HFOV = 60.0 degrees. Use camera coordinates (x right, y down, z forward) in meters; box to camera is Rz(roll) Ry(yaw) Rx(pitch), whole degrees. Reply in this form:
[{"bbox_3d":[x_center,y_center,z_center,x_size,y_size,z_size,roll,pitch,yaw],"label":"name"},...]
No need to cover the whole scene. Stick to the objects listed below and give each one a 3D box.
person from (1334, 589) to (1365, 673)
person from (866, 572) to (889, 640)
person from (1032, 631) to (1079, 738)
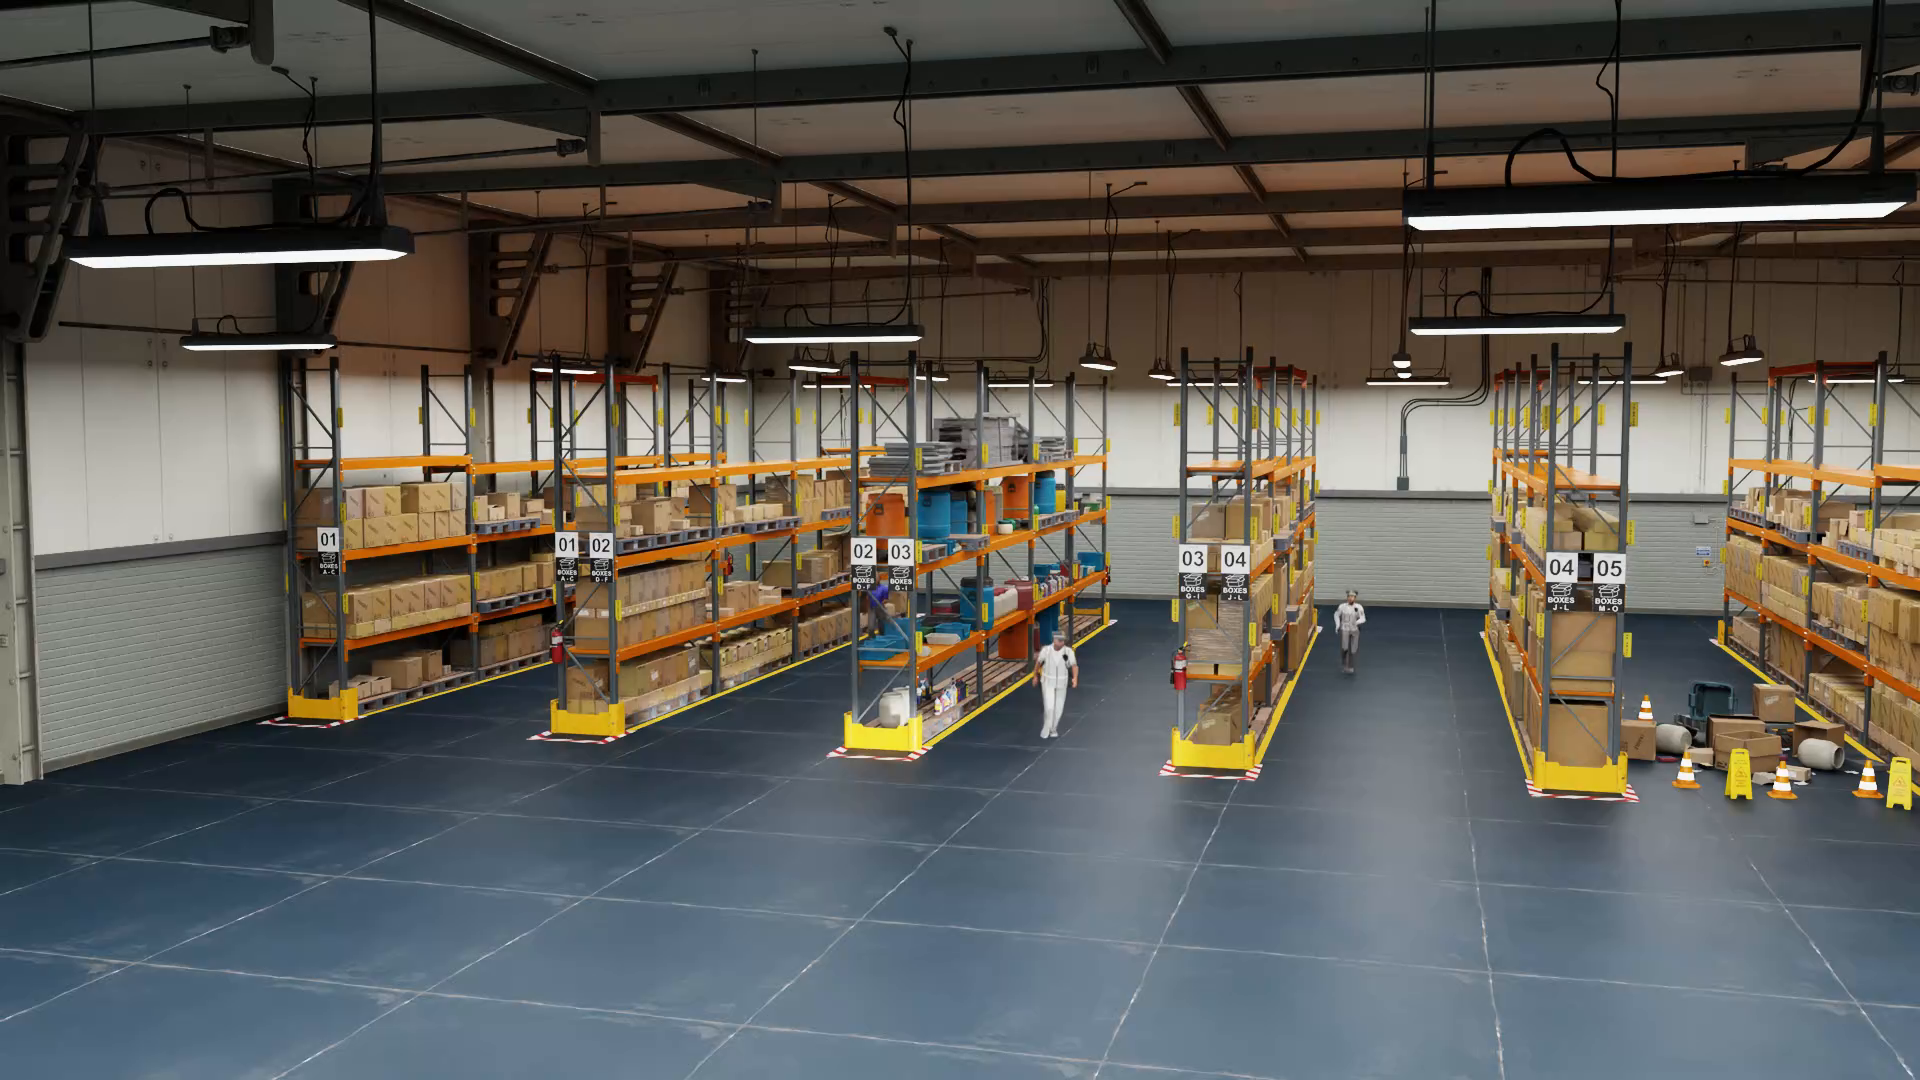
[{"bbox_3d":[7.586,1.779,32.357,0.583,1.655,0.620,1,4,10],"label":"person"},{"bbox_3d":[-1.652,1.509,33.129,0.486,1.717,0.785,0,4,5],"label":"person"},{"bbox_3d":[1.502,2.236,25.738,0.649,1.696,0.812,-1,4,-8],"label":"person"}]
